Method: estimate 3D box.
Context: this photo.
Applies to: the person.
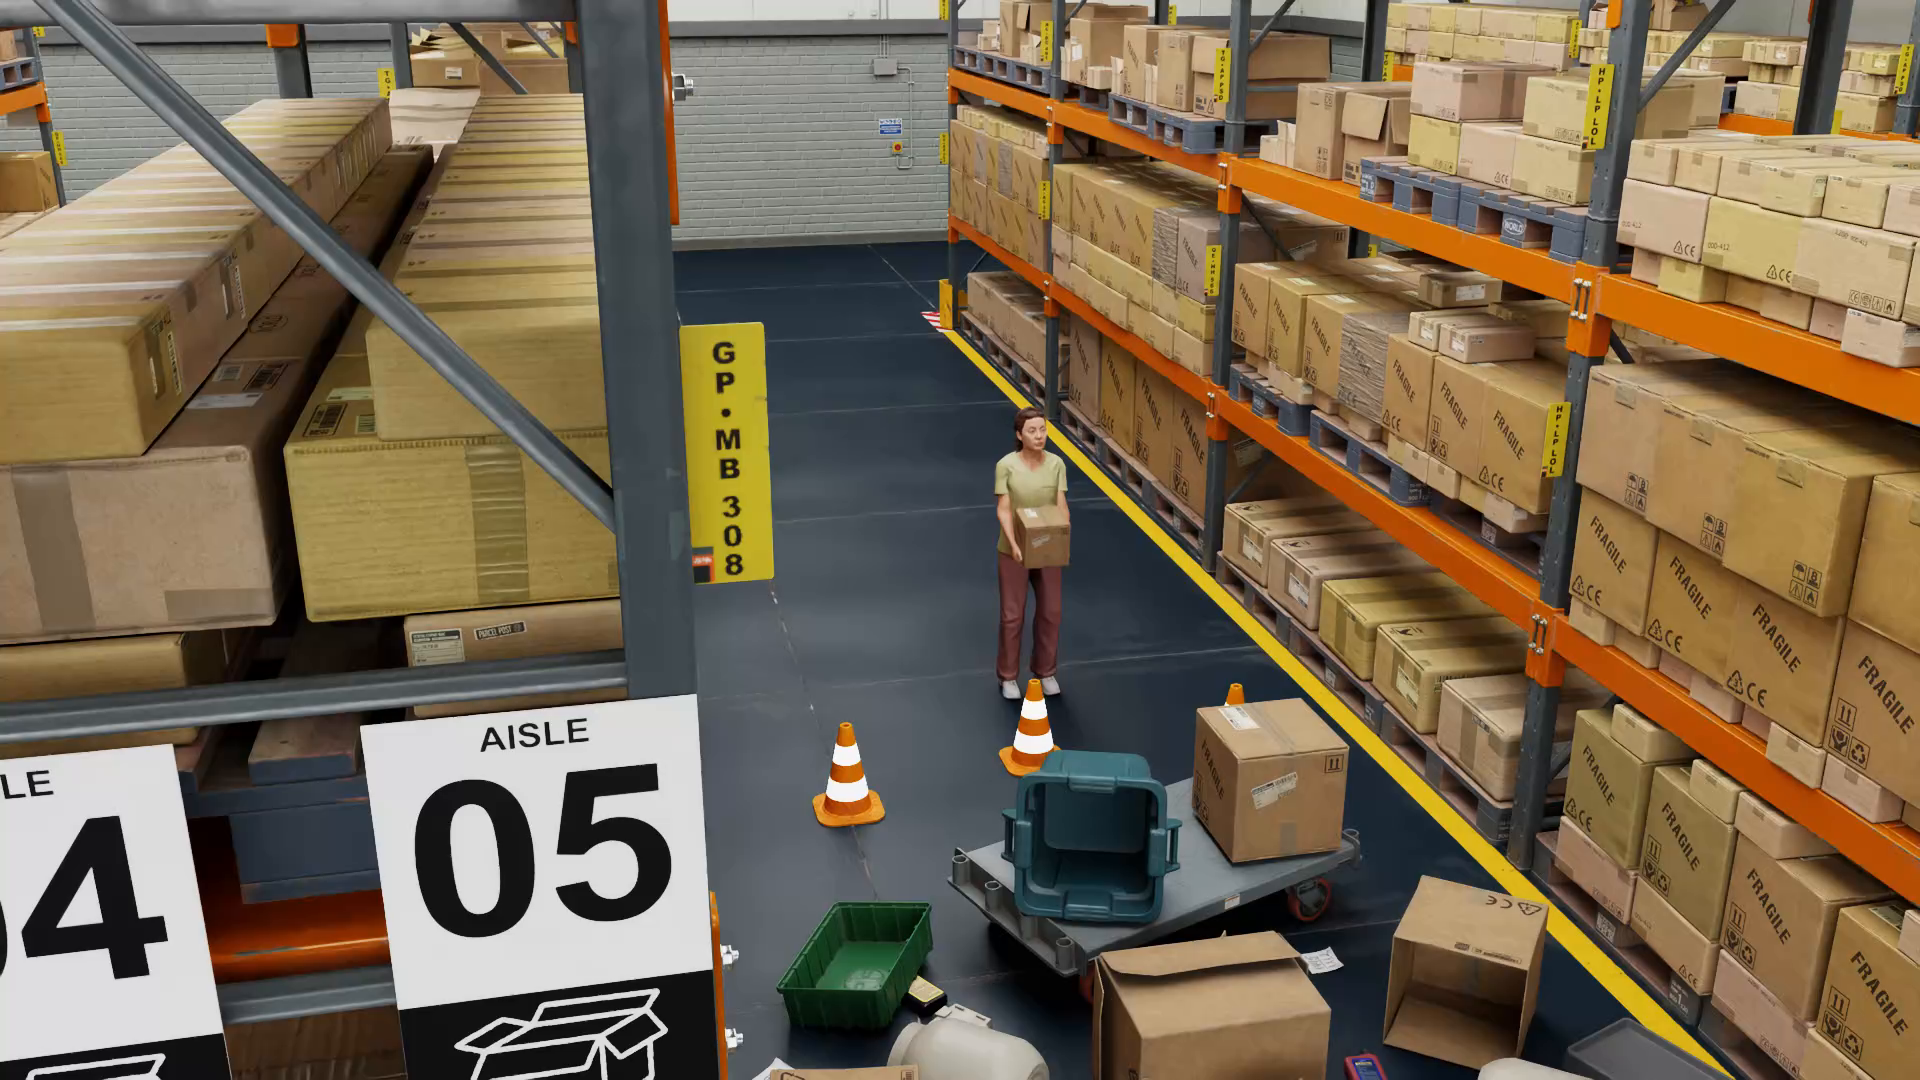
[{"bbox_3d":[0.411,0.093,9.330,0.426,1.662,0.561,-4,20,-12],"label":"person"}]
